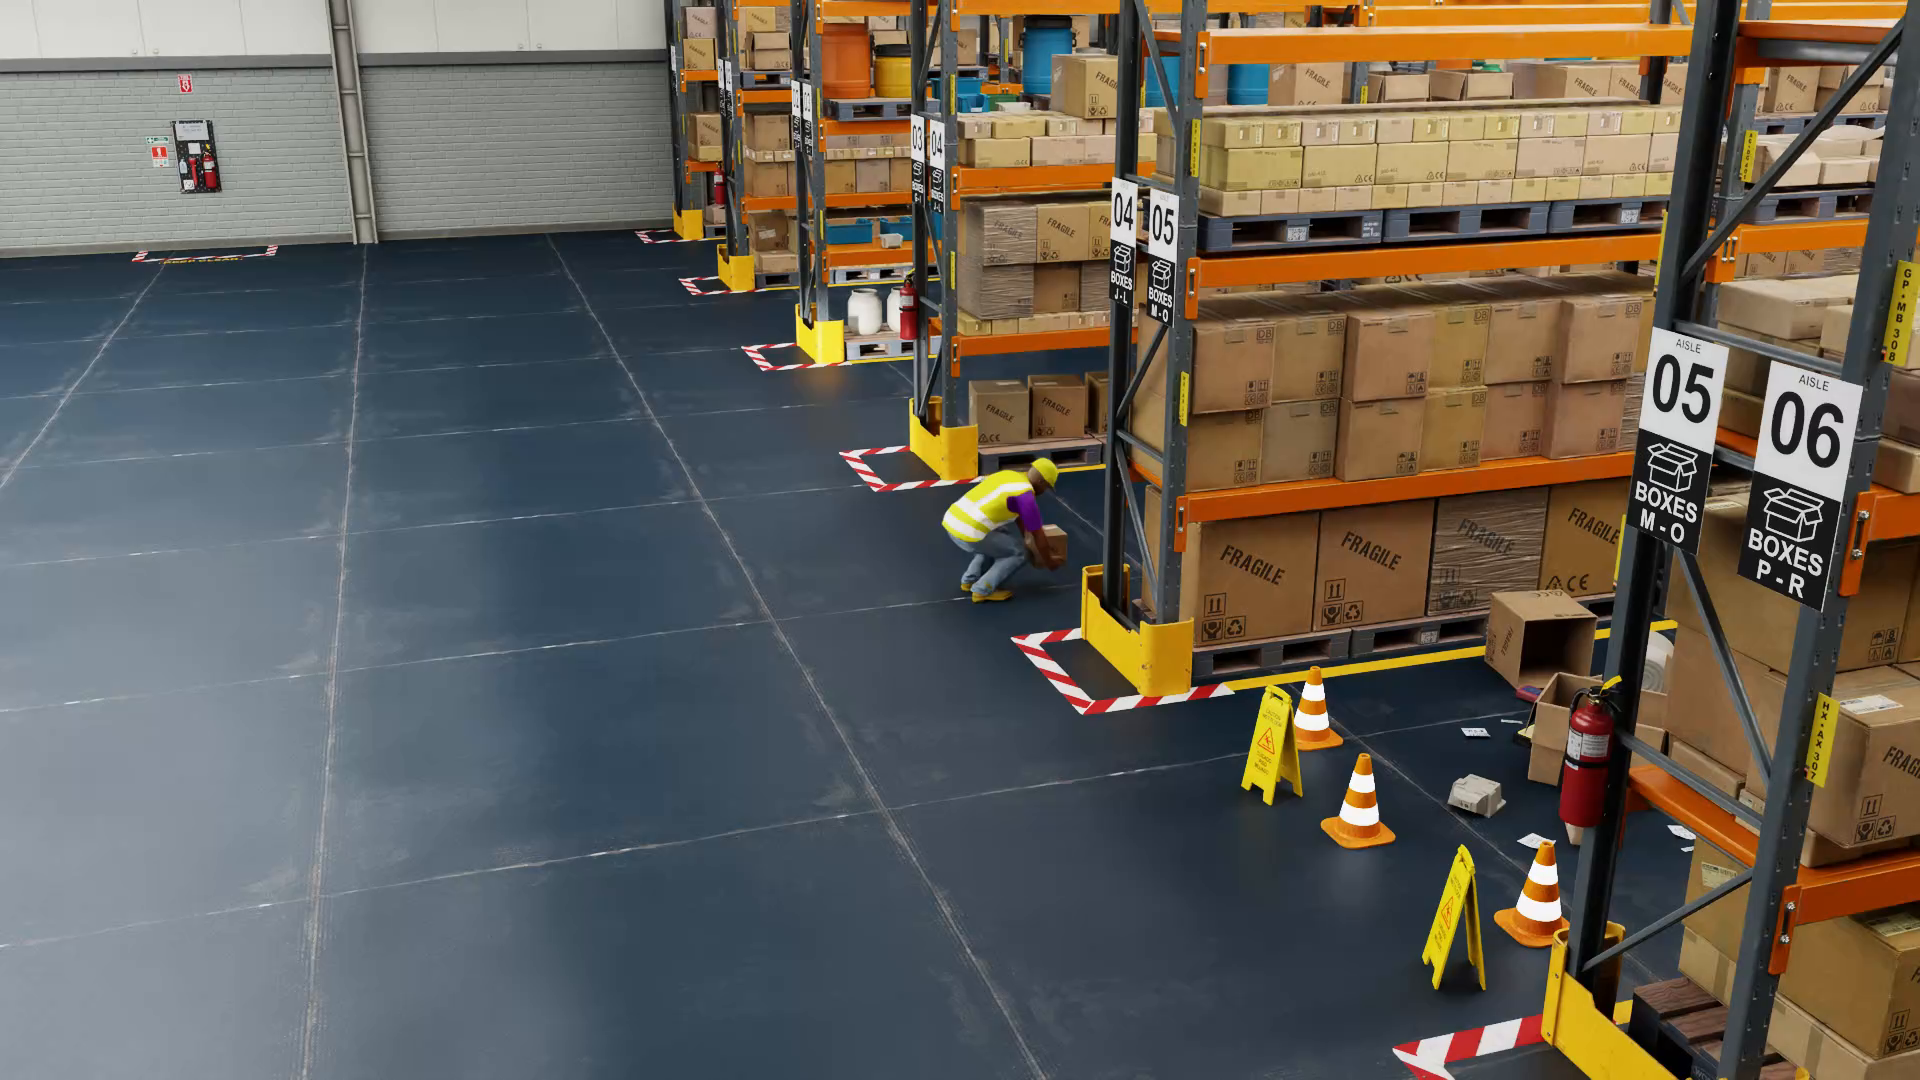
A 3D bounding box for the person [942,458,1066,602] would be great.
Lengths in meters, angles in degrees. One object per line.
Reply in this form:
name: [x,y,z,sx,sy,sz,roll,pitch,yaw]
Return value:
person: [0.318,-0.089,12.456,0.914,1.009,0.535,-7,20,-19]
